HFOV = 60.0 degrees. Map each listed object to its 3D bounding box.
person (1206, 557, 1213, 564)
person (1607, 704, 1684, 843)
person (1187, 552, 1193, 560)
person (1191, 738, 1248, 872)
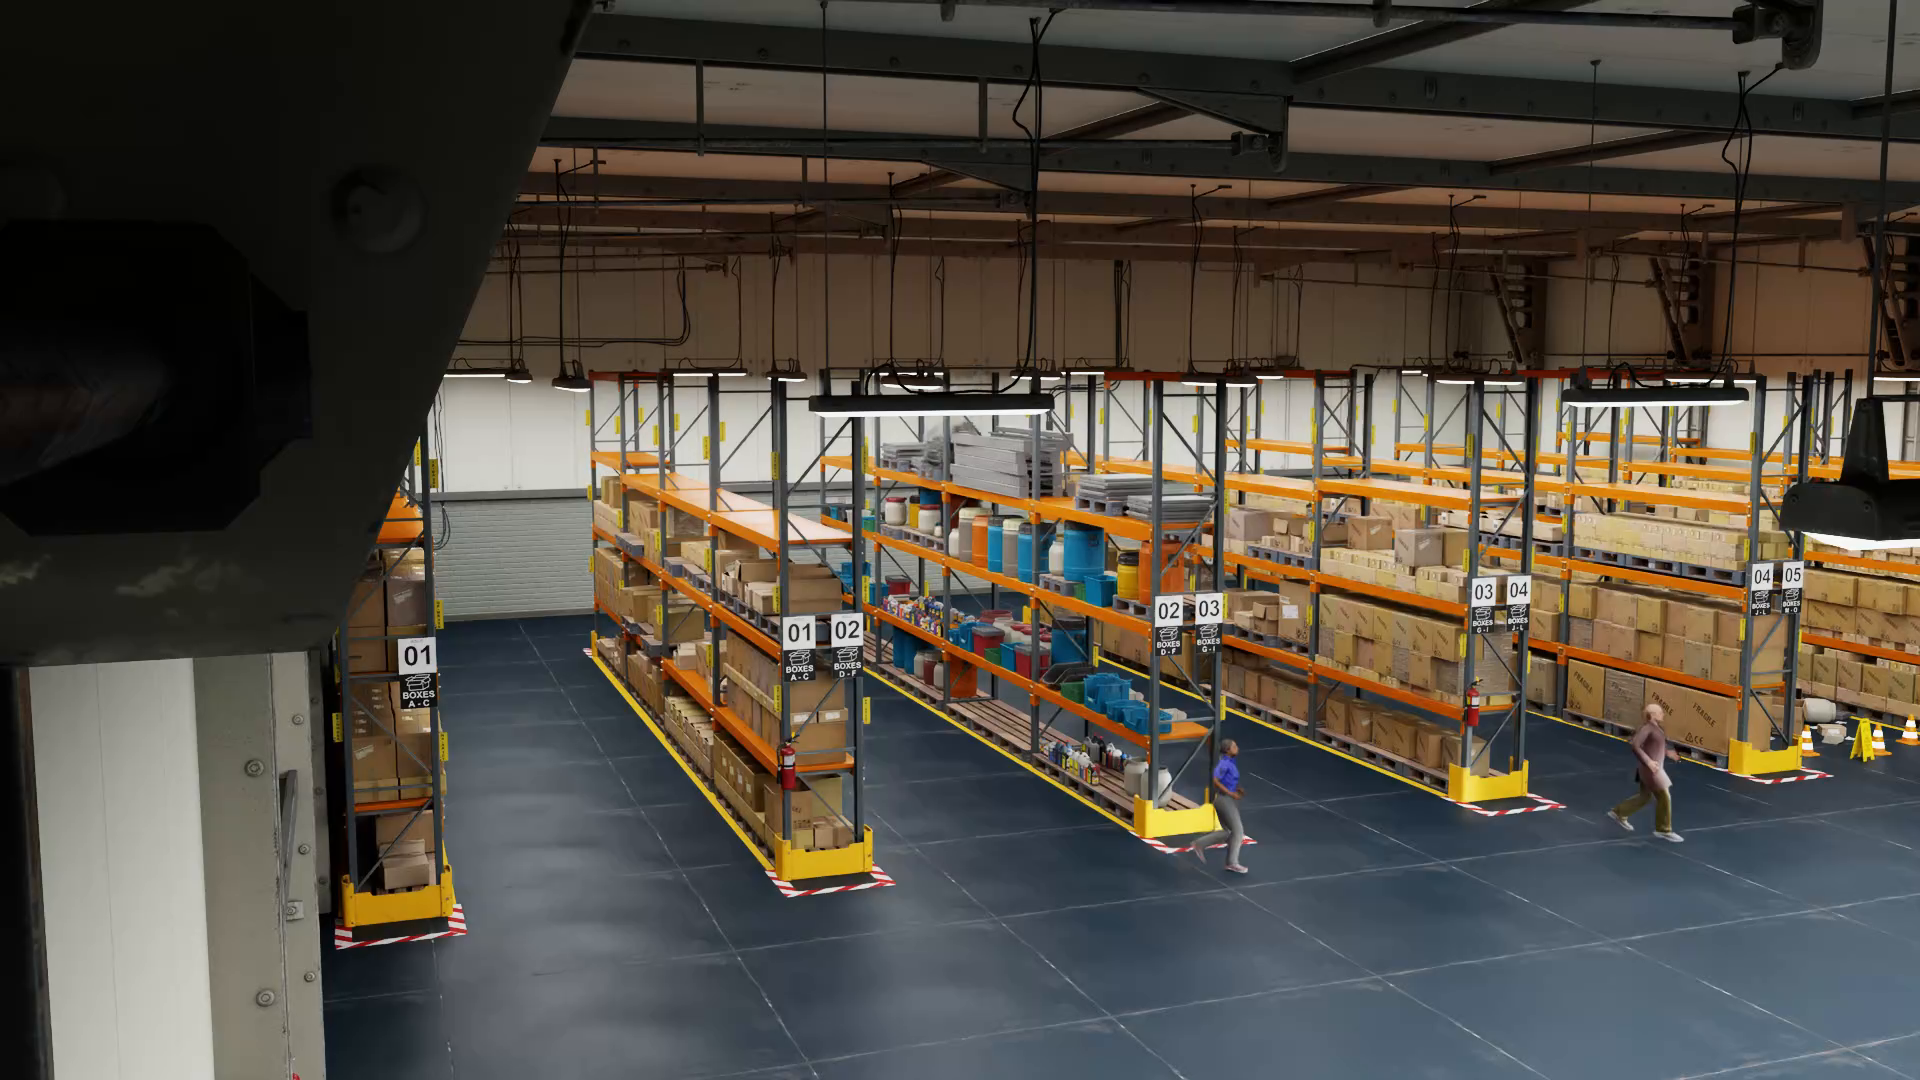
[{"bbox_3d":[6.220,0.892,41.508,0.600,1.602,0.675,1,6,8],"label":"person"},{"bbox_3d":[9.017,3.024,21.736,0.900,1.786,0.719,3,7,24],"label":"person"},{"bbox_3d":[5.597,1.018,40.542,0.601,1.589,0.779,5,8,38],"label":"person"},{"bbox_3d":[3.243,3.257,20.568,0.697,1.613,0.618,2,7,15],"label":"person"}]
